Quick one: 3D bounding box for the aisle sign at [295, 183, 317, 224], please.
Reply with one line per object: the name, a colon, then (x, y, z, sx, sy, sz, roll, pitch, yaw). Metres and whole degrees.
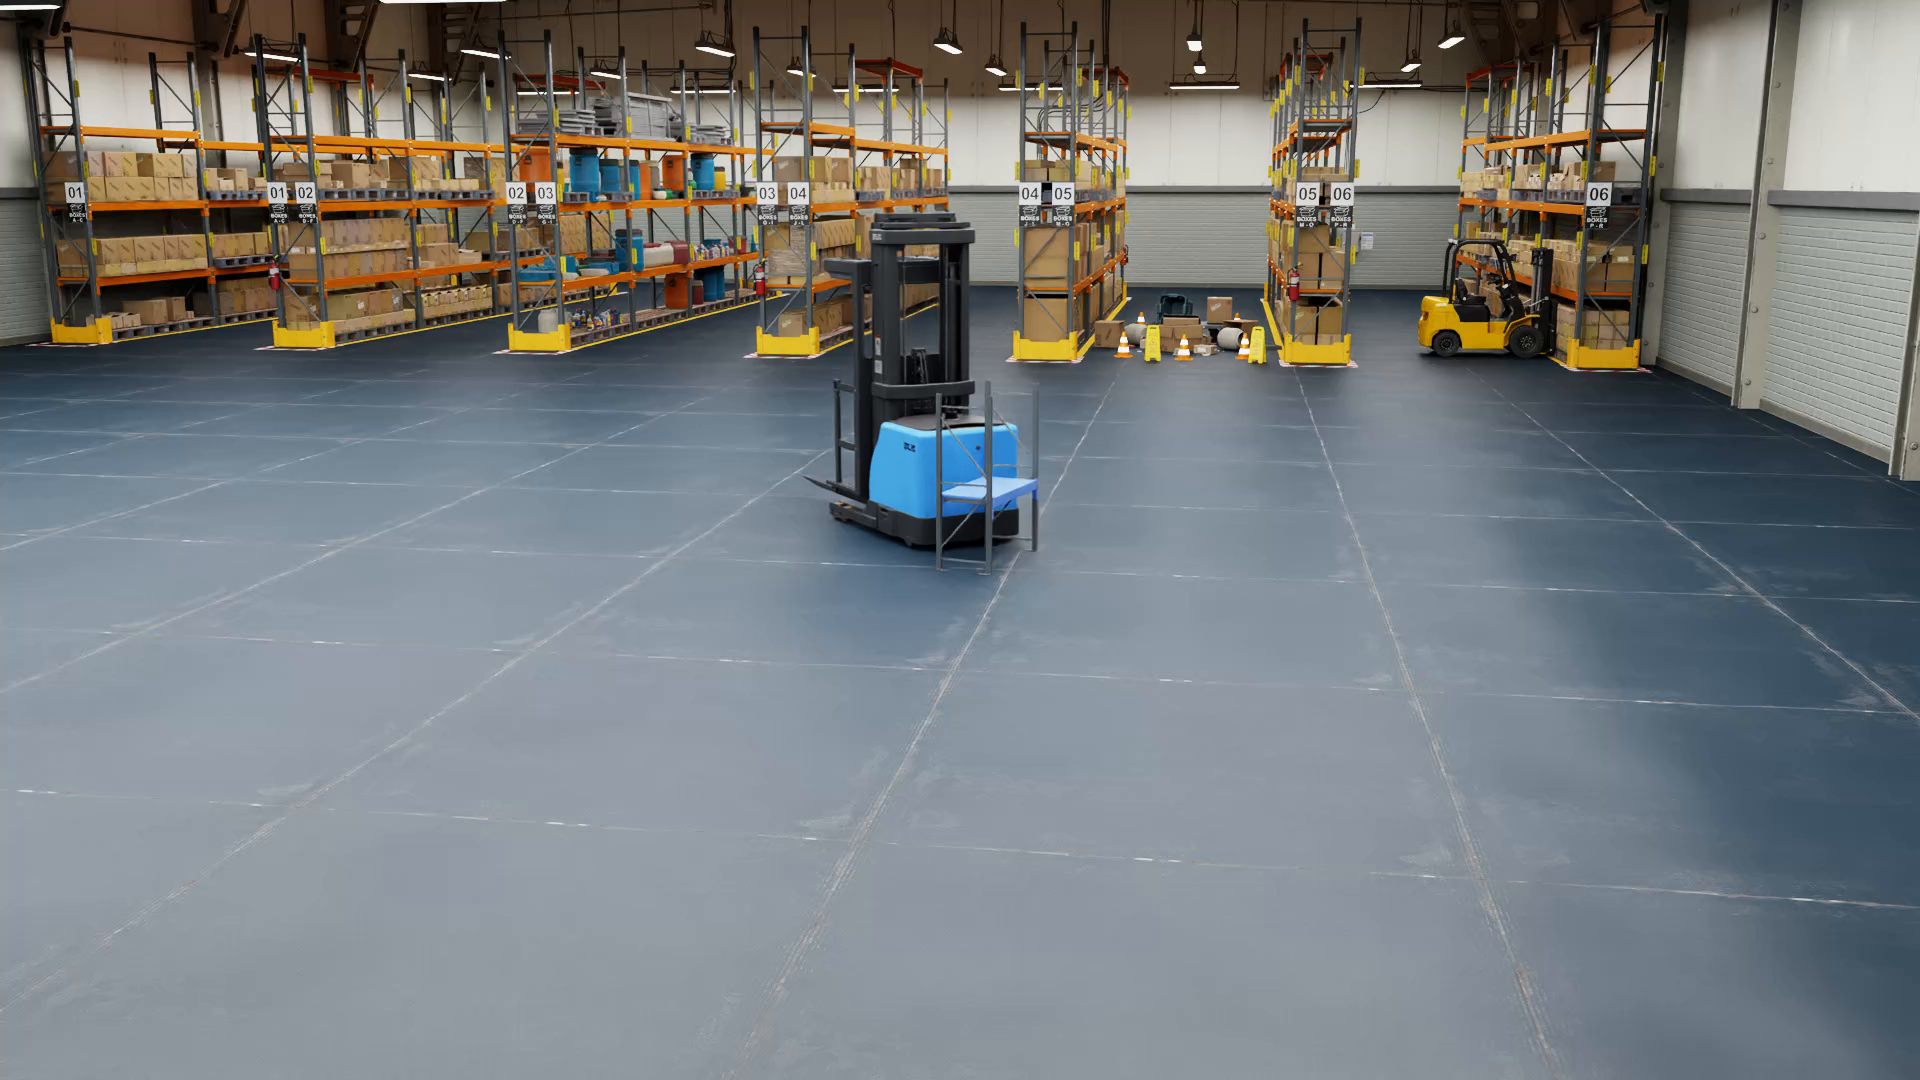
aisle sign: (-12.795, -6.593, 32.551, 0.394, 0.787, 0.004, 2, 12, 9)

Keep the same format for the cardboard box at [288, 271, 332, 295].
cardboard box: (-16.509, -6.474, 42.276, 0.750, 0.750, 0.750, 2, 12, 8)

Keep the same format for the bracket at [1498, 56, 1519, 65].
bracket: (14.350, -12.483, 43.268, 0.076, 0.066, 4.783, 2, 12, 9)

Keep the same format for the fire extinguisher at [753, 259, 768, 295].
fire extinguisher: (-3.772, -4.977, 31.408, 0.296, 0.674, 0.183, 2, 12, 9)

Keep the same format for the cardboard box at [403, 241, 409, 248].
cardboard box: (-12.302, -6.481, 36.424, 0.380, 0.149, 0.250, 2, 12, 9)

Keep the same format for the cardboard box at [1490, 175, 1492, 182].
cardboard box: (12.634, -8.465, 38.947, 0.380, 0.149, 0.250, 2, 12, 9)

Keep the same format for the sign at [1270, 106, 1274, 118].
sign: (8.406, -11.519, 44.748, 0.100, 0.325, 0.005, 2, 12, 9)

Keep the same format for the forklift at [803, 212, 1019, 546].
forklift: (-0.615, -1.641, 15.908, 1.130, 2.935, 3.031, -7, 14, -28)

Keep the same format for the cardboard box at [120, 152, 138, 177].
cardboard box: (-17.488, -7.801, 34.551, 0.500, 0.500, 0.500, 2, 12, 10)

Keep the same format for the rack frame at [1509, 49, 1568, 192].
rack frame: (12.628, -9.141, 36.304, 1.000, 3.000, 0.127, 2, 12, 9)

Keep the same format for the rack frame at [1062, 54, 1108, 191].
rack frame: (2.816, -9.440, 37.693, 1.000, 3.000, 0.127, 2, 12, 9)

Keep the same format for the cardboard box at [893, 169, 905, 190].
cardboard box: (-1.776, -8.837, 40.774, 0.797, 0.503, 0.637, 2, 12, 8)

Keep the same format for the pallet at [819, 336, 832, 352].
pallet: (-3.128, -3.844, 32.588, 1.003, 0.211, 1.213, 2, 12, 9)

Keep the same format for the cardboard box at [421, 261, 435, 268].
cardboard box: (-12.134, -6.233, 37.649, 0.380, 0.149, 0.250, 2, 12, 9)

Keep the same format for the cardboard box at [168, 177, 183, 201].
cardboard box: (-17.291, -7.645, 36.199, 0.500, 0.500, 0.500, 1, 12, 4)

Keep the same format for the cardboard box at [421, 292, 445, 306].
cardboard box: (-12.080, -5.495, 37.829, 0.500, 0.311, 0.500, 2, 12, 8)

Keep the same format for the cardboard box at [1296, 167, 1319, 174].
cardboard box: (7.071, -7.503, 33.997, 0.500, 0.250, 0.500, 2, 12, 10)

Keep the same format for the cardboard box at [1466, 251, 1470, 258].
cardboard box: (13.269, -7.369, 42.919, 0.380, 0.149, 0.250, 2, 12, 10)

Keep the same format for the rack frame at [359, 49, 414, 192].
rack frame: (-12.472, -9.111, 36.166, 1.000, 3.000, 0.127, 2, 12, 9)

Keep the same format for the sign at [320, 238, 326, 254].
sign: (-12.540, -5.788, 32.745, 0.100, 0.325, 0.005, 2, 12, 9)

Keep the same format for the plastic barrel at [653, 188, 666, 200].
plastic barrel: (-6.928, -7.976, 38.348, 0.301, 0.262, 0.301, 0, 12, 0)

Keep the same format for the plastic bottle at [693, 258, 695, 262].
plastic bottle: (-6.517, -6.876, 40.505, 0.097, 0.201, 0.097, 0, 12, 0)

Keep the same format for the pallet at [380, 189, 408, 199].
pallet: (-12.578, -7.423, 35.663, 1.003, 0.211, 1.213, 2, 12, 9)

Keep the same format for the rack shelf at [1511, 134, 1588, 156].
rack shelf: (12.321, -8.177, 34.490, 1.077, 0.370, 4.000, 2, 12, 9)

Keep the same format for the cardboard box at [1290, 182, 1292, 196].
cardboard box: (6.534, -6.674, 31.630, 0.500, 0.250, 0.500, 2, 12, 9)

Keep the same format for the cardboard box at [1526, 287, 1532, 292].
cardboard box: (13.084, -5.661, 37.796, 0.380, 0.149, 0.250, 2, 12, 10)

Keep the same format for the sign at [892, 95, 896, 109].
sign: (-1.531, -10.102, 38.358, 0.100, 0.325, 0.005, 2, 12, 9)

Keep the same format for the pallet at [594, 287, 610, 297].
pallet: (-10.760, -7.131, 47.839, 1.003, 0.211, 1.213, 2, 12, 9)

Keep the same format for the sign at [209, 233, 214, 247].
sign: (-16.830, -6.745, 37.374, 0.100, 0.325, 0.005, 2, 12, 9)

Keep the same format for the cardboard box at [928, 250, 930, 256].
cardboard box: (-0.999, -7.559, 43.803, 0.380, 0.149, 0.250, 2, 12, 11)

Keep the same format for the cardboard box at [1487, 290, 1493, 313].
cardboard box: (12.708, -5.608, 39.088, 0.500, 0.500, 0.500, 1, 12, 7)

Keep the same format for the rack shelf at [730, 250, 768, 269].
rack shelf: (-6.040, -7.747, 45.785, 1.077, 0.370, 4.000, 2, 12, 9)

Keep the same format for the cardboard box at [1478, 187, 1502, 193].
cardboard box: (13.070, -8.688, 40.972, 0.500, 0.250, 0.500, 2, 12, 9)

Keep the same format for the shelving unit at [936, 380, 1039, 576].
shelving unit: (0.245, -0.553, 14.256, 0.538, 1.500, 1.048, 5, 13, 24)

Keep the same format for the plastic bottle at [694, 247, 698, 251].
plastic bottle: (-6.788, -7.340, 42.483, 0.152, 0.276, 0.135, 2, 12, 9)

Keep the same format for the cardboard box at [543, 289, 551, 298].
cardboard box: (-11.119, -6.622, 43.746, 0.500, 0.500, 0.500, 2, 12, 9)

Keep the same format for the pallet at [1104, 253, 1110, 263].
pallet: (3.080, -6.827, 40.264, 1.003, 0.211, 1.213, 2, 12, 9)

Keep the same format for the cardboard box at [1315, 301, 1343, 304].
cardboard box: (7.054, -4.307, 31.867, 0.500, 0.500, 0.500, 2, 12, 10)

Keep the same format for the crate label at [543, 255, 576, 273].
crate label: (-8.178, -5.593, 34.001, 0.502, 0.435, 0.616, 2, 12, 9)

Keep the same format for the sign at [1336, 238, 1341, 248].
sign: (7.645, -5.943, 33.650, 0.100, 0.325, 0.005, 2, 12, 9)

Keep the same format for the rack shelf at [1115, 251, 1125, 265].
rack shelf: (3.739, -7.405, 44.197, 1.077, 0.370, 4.000, 2, 12, 9)

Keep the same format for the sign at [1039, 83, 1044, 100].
sign: (1.663, -9.118, 33.793, 0.100, 0.325, 0.005, 2, 12, 9)

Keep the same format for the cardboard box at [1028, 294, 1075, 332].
cardboard box: (1.758, -4.335, 32.293, 0.875, 0.875, 0.875, 2, 12, 8)

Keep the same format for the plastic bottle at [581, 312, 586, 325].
plastic bottle: (-8.015, -4.710, 35.415, 0.097, 0.271, 0.097, 0, 12, 0)

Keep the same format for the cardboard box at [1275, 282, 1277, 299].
cardboard box: (8.678, -6.467, 43.223, 0.875, 0.438, 0.875, 2, 12, 7)

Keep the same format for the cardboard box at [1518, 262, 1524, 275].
cardboard box: (12.083, -5.730, 35.076, 0.500, 0.250, 0.500, 2, 12, 10)

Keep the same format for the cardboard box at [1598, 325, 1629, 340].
cardboard box: (11.675, -3.739, 29.824, 0.500, 0.250, 0.500, 2, 12, 10)
